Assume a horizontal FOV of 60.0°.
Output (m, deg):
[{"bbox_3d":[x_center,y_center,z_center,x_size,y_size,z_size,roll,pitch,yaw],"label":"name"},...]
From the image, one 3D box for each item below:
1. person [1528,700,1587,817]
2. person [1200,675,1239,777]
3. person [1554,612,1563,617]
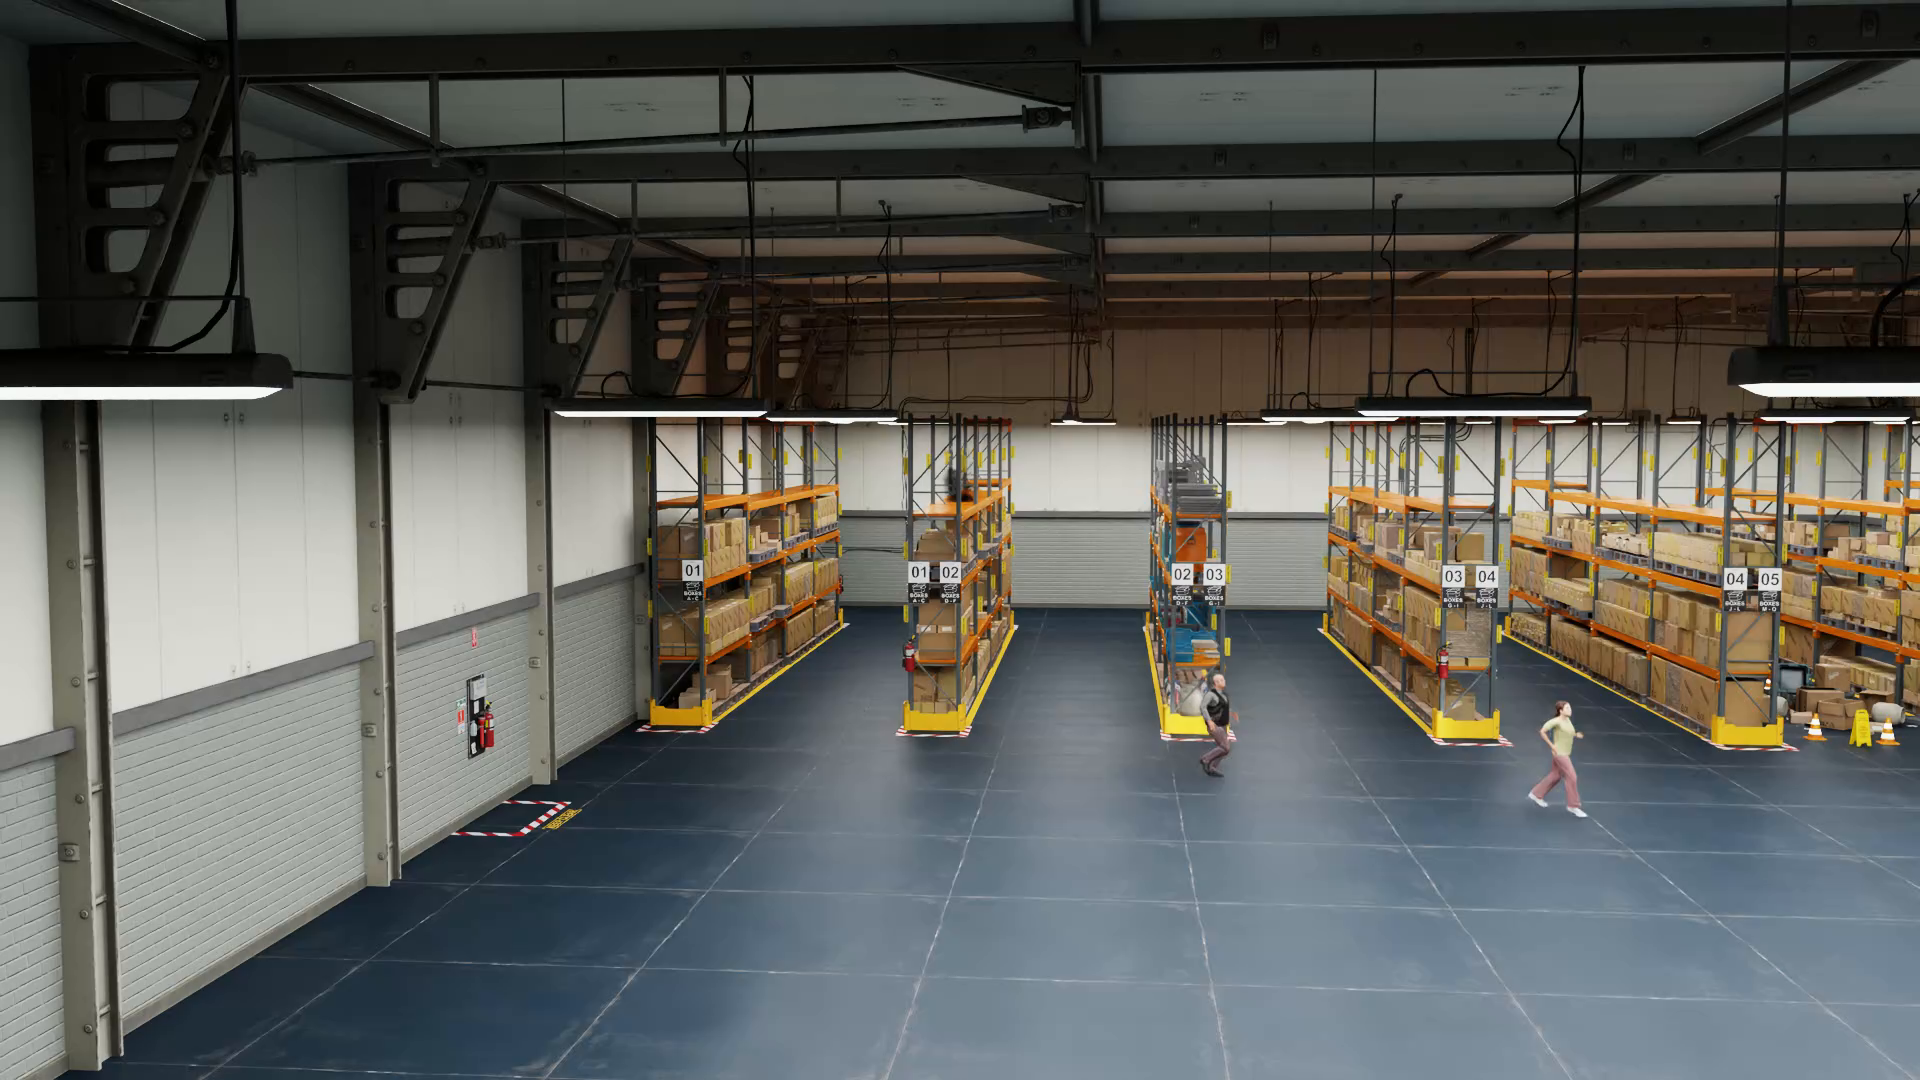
[{"bbox_3d":[8.926,3.220,24.749,0.874,1.703,0.555,3,5,35],"label":"person"},{"bbox_3d":[4.254,3.045,27.259,0.571,1.689,0.672,2,4,30],"label":"person"},{"bbox_3d":[17.139,1.690,47.286,1.006,1.688,0.678,0,4,5],"label":"person"}]
